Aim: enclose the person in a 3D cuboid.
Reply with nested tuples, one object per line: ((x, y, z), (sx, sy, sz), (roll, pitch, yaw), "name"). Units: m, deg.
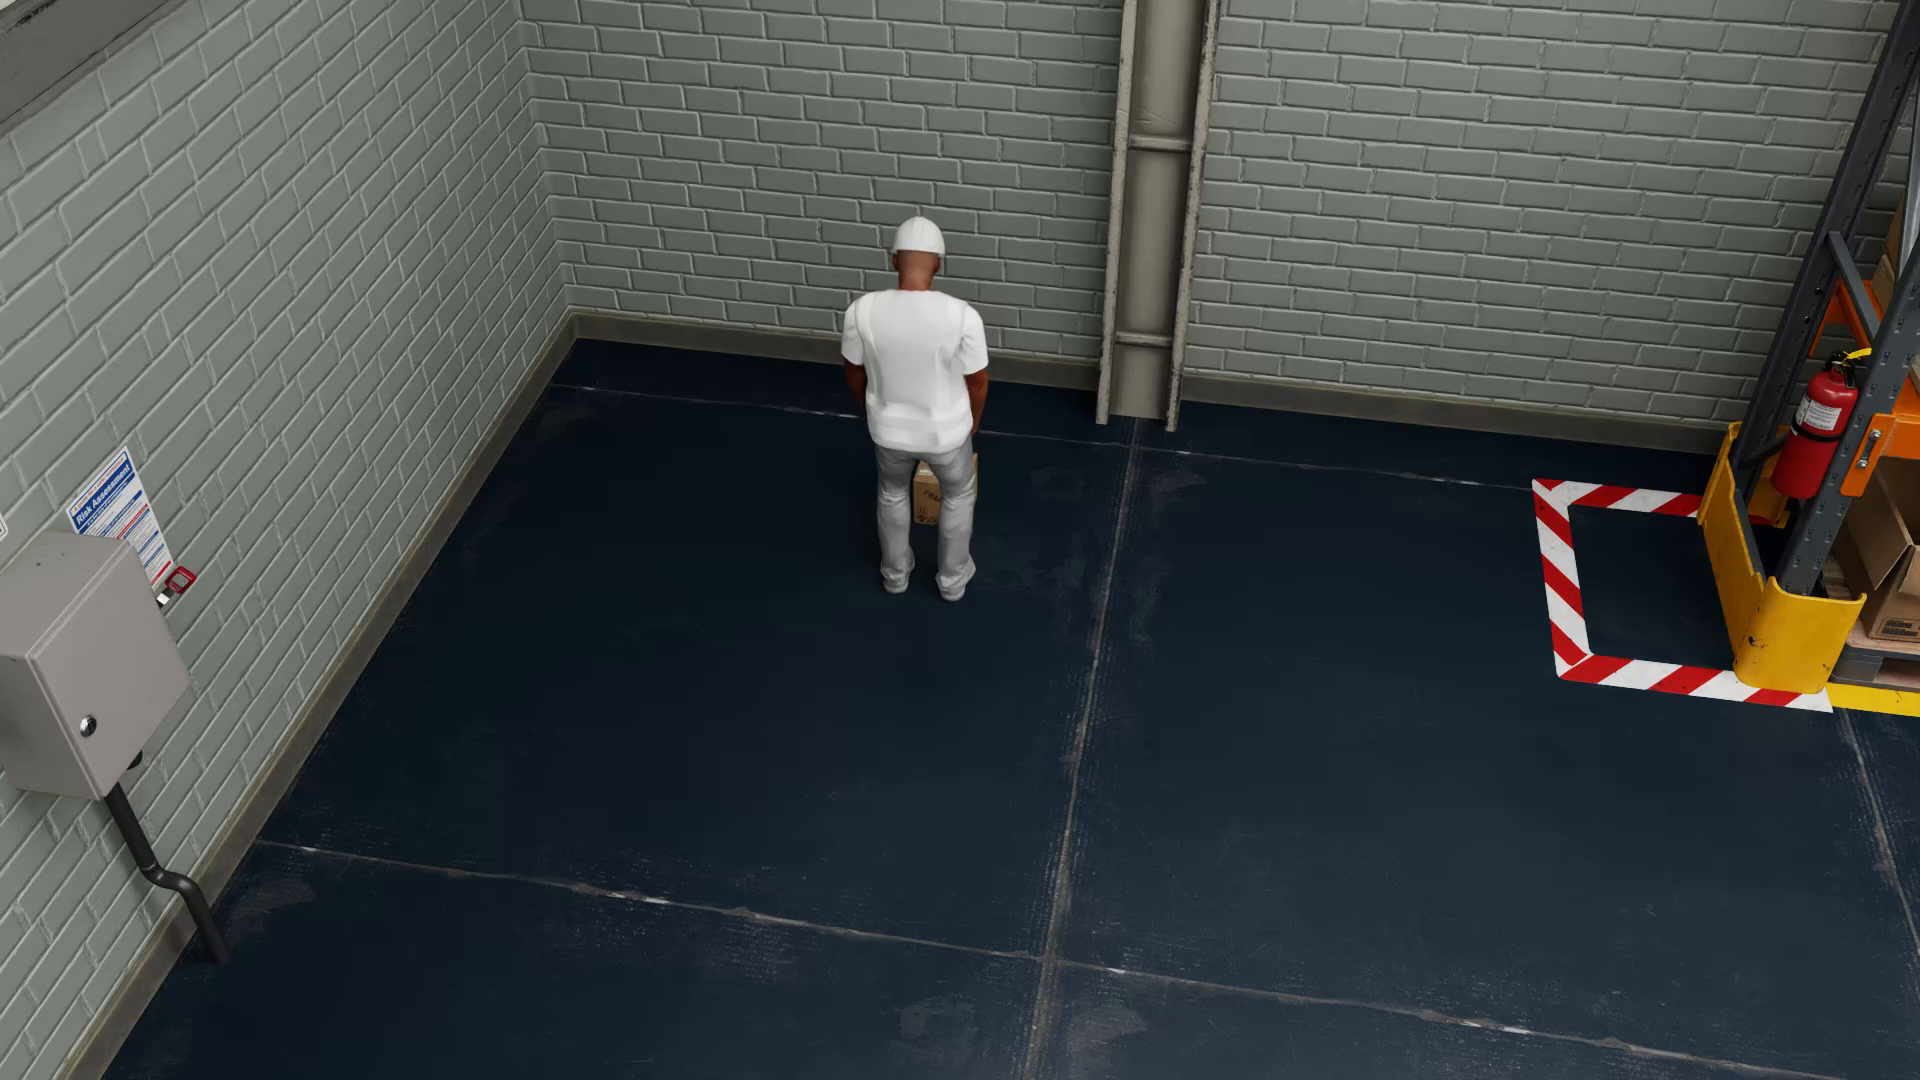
((-0.173, -0.501, 6.769), (0.591, 1.718, 0.453), (7, 41, 9), "person")
